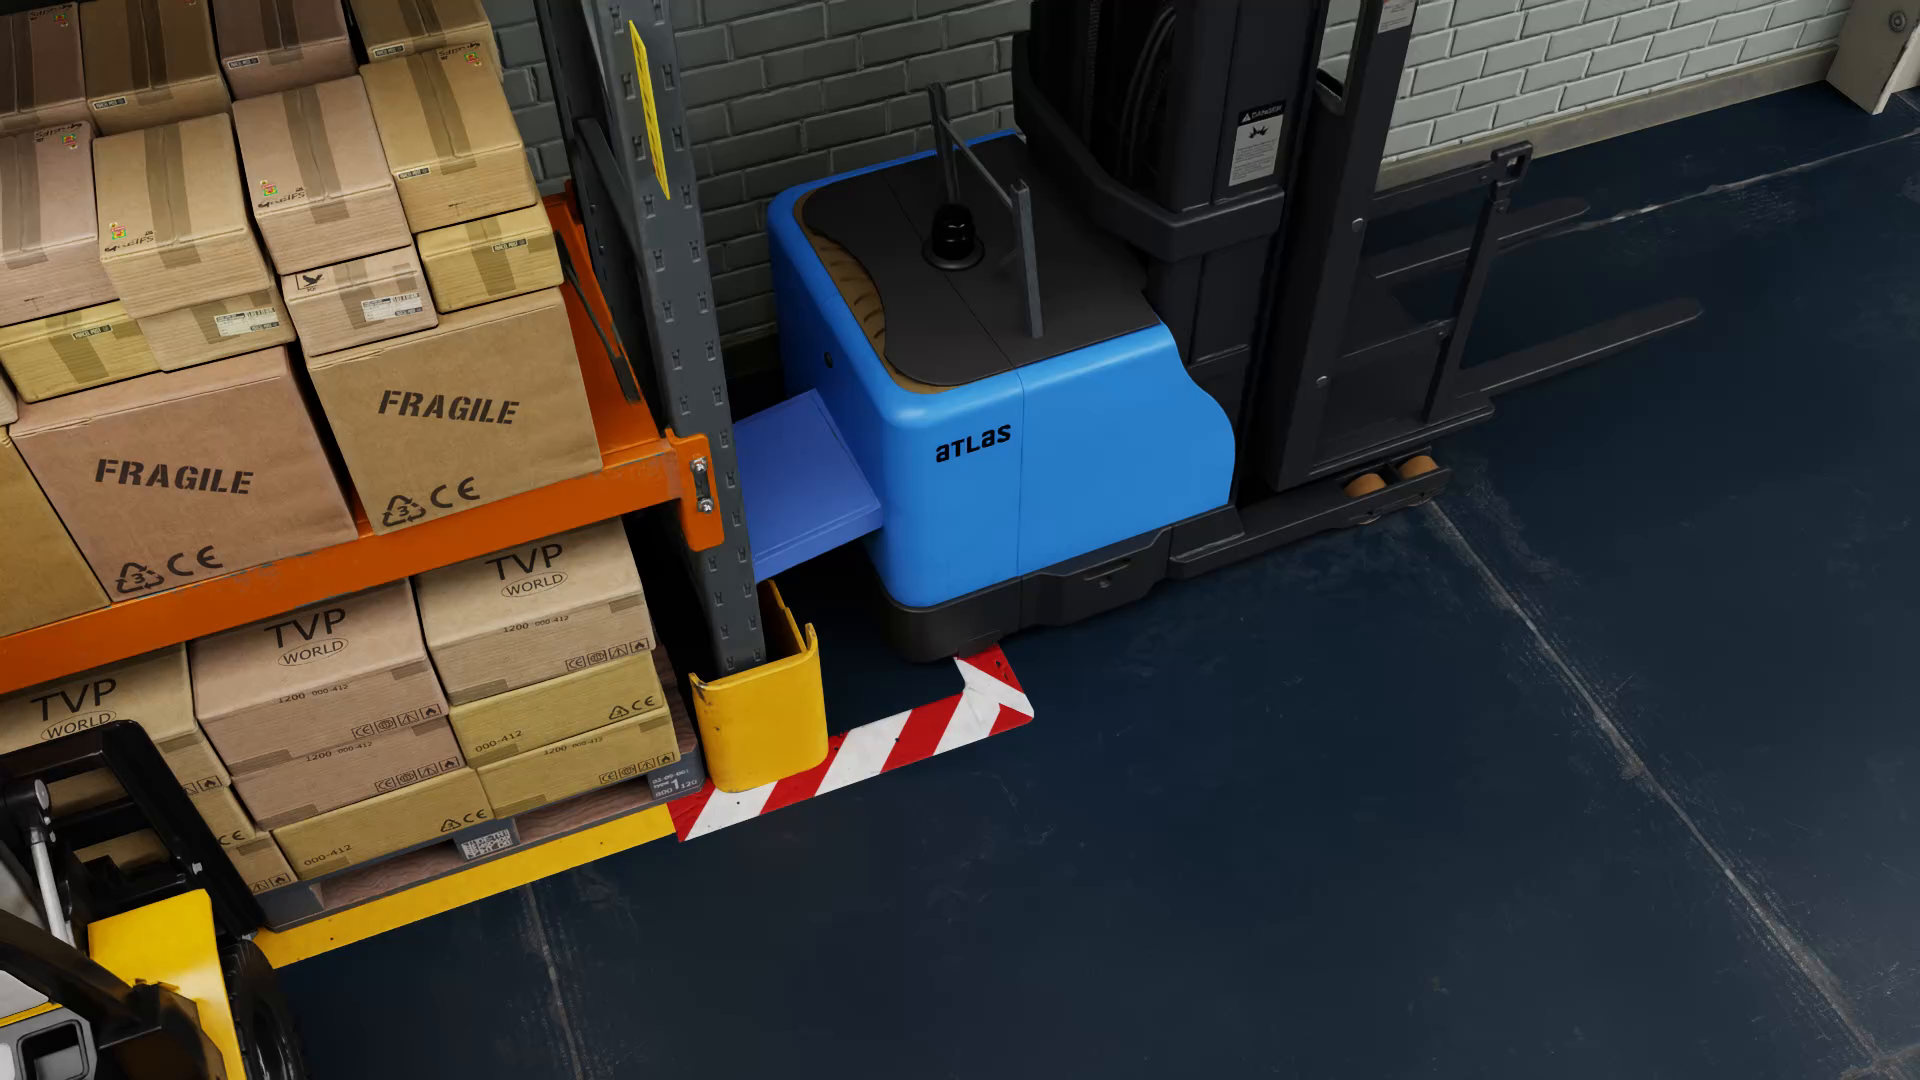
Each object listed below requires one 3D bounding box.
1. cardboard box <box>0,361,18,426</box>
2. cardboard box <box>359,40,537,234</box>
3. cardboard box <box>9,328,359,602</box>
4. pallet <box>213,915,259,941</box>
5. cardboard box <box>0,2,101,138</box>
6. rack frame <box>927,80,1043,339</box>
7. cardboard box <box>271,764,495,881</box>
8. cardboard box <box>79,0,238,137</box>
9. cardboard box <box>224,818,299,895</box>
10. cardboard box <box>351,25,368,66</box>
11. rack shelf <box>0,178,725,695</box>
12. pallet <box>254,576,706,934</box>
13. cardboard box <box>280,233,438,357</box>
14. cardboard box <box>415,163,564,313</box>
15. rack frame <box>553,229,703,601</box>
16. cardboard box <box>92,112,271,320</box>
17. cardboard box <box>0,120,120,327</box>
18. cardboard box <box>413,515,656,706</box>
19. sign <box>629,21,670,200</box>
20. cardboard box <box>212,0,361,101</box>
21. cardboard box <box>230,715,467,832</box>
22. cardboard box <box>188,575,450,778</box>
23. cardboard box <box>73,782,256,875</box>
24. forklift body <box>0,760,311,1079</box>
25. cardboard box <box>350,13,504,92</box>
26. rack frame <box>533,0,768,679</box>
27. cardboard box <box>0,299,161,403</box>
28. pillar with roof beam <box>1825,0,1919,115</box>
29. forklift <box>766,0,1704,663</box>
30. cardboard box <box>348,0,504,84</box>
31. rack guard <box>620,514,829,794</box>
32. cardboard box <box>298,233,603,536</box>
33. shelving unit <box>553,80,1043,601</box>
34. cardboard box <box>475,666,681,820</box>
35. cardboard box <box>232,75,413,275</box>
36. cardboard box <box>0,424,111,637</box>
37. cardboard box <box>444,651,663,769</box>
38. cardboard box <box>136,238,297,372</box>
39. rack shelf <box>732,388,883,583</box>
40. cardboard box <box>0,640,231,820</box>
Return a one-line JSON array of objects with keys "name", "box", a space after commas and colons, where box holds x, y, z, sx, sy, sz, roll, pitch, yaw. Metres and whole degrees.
[{"name": "cardboard box", "box": [-1.923, -0.356, 3.085, 0.250, 0.149, 0.380, -19, 52, -15]}, {"name": "cardboard box", "box": [-1.008, -0.797, 3.268, 0.250, 0.149, 0.380, -17, 51, -14]}, {"name": "cardboard box", "box": [-1.596, -0.272, 3.440, 0.500, 0.500, 0.500, -16, 51, -13]}, {"name": "pallet", "box": [-2.576, 0.797, 4.426, 1.213, 0.211, 1.003, -17, 52, -14]}, {"name": "cardboard box", "box": [-1.876, -0.904, 3.360, 0.250, 0.149, 0.380, -17, 51, -14]}, {"name": "rack frame", "box": [0.119, -0.525, 4.624, 0.032, 1.500, 0.500, -25, 53, -11]}, {"name": "cardboard box", "box": [-1.535, 0.544, 4.341, 0.500, 0.250, 0.500, -17, 52, -14]}, {"name": "cardboard box", "box": [-1.642, -0.965, 3.412, 0.250, 0.149, 0.380, -16, 51, -14]}, {"name": "cardboard box", "box": [-2.002, 0.682, 4.223, 0.500, 0.250, 0.500, -17, 51, -14]}, {"name": "cardboard box", "box": [-1.372, -0.921, 3.570, 0.250, 0.149, 0.380, -17, 52, -14]}, {"name": "rack shelf", "box": [-2.607, 0.101, 3.660, 4.000, 0.370, 1.077, -17, 52, -14]}, {"name": "pallet", "box": [-1.448, 0.450, 4.724, 1.213, 0.211, 1.003, -17, 52, -14]}, {"name": "cardboard box", "box": [-1.196, -0.561, 3.261, 0.250, 0.149, 0.380, -16, 51, -14]}, {"name": "cardboard box", "box": [-0.971, -0.655, 3.342, 0.250, 0.149, 0.380, -17, 51, -14]}, {"name": "rack frame", "box": [-0.788, -0.111, 4.423, 0.032, 1.500, 0.500, -25, 53, -11]}, {"name": "cardboard box", "box": [-1.456, -0.611, 3.108, 0.250, 0.149, 0.380, -16, 51, -13]}, {"name": "cardboard box", "box": [-1.715, -0.592, 3.091, 0.250, 0.149, 0.380, -17, 51, -14]}, {"name": "cardboard box", "box": [-1.064, 0.077, 4.083, 0.500, 0.250, 0.500, -16, 51, -13]}, {"name": "sign", "box": [-0.564, -0.777, 3.020, 0.005, 0.325, 0.100, -17, 52, -14]}, {"name": "cardboard box", "box": [-1.417, -1.069, 3.502, 0.250, 0.149, 0.380, -16, 51, -13]}, {"name": "cardboard box", "box": [-1.557, 0.384, 4.149, 0.500, 0.250, 0.500, -18, 52, -15]}, {"name": "cardboard box", "box": [-1.535, 0.228, 3.954, 0.500, 0.250, 0.500, -16, 51, -14]}, {"name": "cardboard box", "box": [-2.027, 0.547, 4.009, 0.500, 0.250, 0.500, -18, 52, -15]}, {"name": "forklift body", "box": [-1.822, 1.394, 2.635, 1.214, 2.155, 2.313, -17, 52, -14]}, {"name": "cardboard box", "box": [-1.168, -1.036, 3.669, 0.250, 0.149, 0.380, -18, 52, -15]}, {"name": "rack frame", "box": [-0.756, -0.707, 3.880, 0.127, 3.000, 1.000, -17, 52, -14]}, {"name": "cardboard box", "box": [-1.693, -0.466, 3.180, 0.250, 0.149, 0.380, -18, 52, -15]}, {"name": "pillar with roof beam", "box": [5.441, -1.793, 0.858, 0.400, 9.000, 9.100, -17, 52, -14]}, {"name": "forklift", "box": [1.001, -1.353, 4.480, 3.031, 2.935, 1.130, -19, 52, -15]}, {"name": "cardboard box", "box": [-1.148, -1.102, 3.529, 0.250, 0.149, 0.380, -18, 52, -15]}, {"name": "rack guard", "box": [-0.734, 0.100, 4.834, 0.348, 0.500, 1.175, -17, 52, -14]}, {"name": "cardboard box", "box": [-1.112, -0.414, 3.563, 0.500, 0.500, 0.500, -18, 52, -15]}, {"name": "shelving unit", "box": [-0.334, -0.318, 4.523, 1.048, 1.500, 0.538, -25, 53, -11]}, {"name": "cardboard box", "box": [-1.071, 0.408, 4.458, 0.500, 0.250, 0.500, -17, 51, -14]}, {"name": "cardboard box", "box": [-1.224, -0.705, 3.188, 0.250, 0.149, 0.380, -17, 51, -14]}, {"name": "cardboard box", "box": [-2.070, -0.125, 3.314, 0.500, 0.500, 0.500, -18, 52, -15]}, {"name": "cardboard box", "box": [-1.088, 0.248, 4.266, 0.500, 0.250, 0.500, -18, 52, -15]}, {"name": "cardboard box", "box": [-1.460, -0.529, 3.234, 0.250, 0.149, 0.380, -16, 51, -14]}, {"name": "rack shelf", "box": [-0.315, -0.208, 4.664, 1.000, 0.185, 0.538, -25, 53, -11]}, {"name": "cardboard box", "box": [-1.998, 0.379, 3.823, 0.500, 0.250, 0.500, -17, 51, -14]}]
